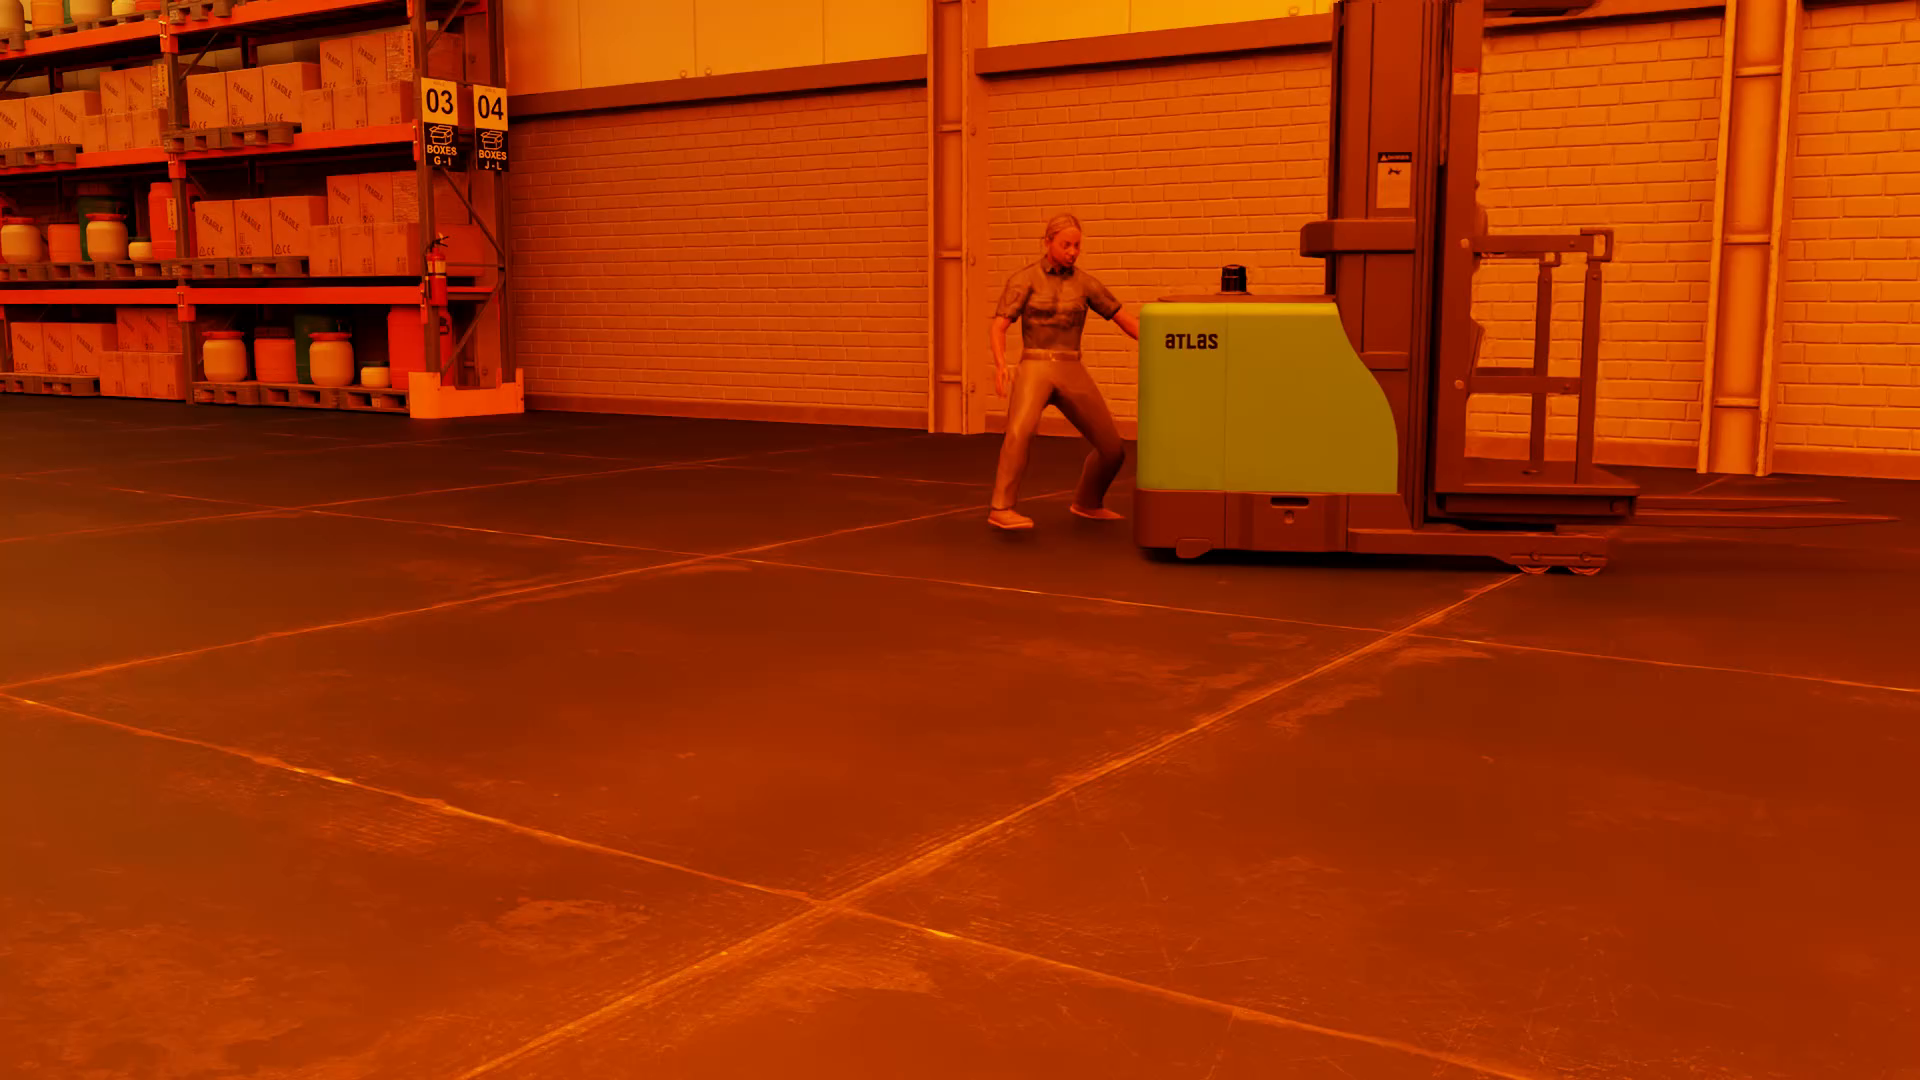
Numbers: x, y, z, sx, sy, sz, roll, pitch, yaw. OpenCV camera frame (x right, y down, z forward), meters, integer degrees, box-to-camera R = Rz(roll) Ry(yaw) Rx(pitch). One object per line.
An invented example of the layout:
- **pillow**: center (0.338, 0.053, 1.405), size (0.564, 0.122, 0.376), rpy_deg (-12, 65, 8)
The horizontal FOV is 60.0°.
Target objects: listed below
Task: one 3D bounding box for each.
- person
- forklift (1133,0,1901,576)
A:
- **person**: center (0.512, -0.780, 7.931), size (0.906, 1.530, 0.784), rpy_deg (-3, 9, -19)
- **forklift**: center (2.286, -1.390, 6.968), size (3.031, 2.935, 1.130), rpy_deg (1, 8, 9)
